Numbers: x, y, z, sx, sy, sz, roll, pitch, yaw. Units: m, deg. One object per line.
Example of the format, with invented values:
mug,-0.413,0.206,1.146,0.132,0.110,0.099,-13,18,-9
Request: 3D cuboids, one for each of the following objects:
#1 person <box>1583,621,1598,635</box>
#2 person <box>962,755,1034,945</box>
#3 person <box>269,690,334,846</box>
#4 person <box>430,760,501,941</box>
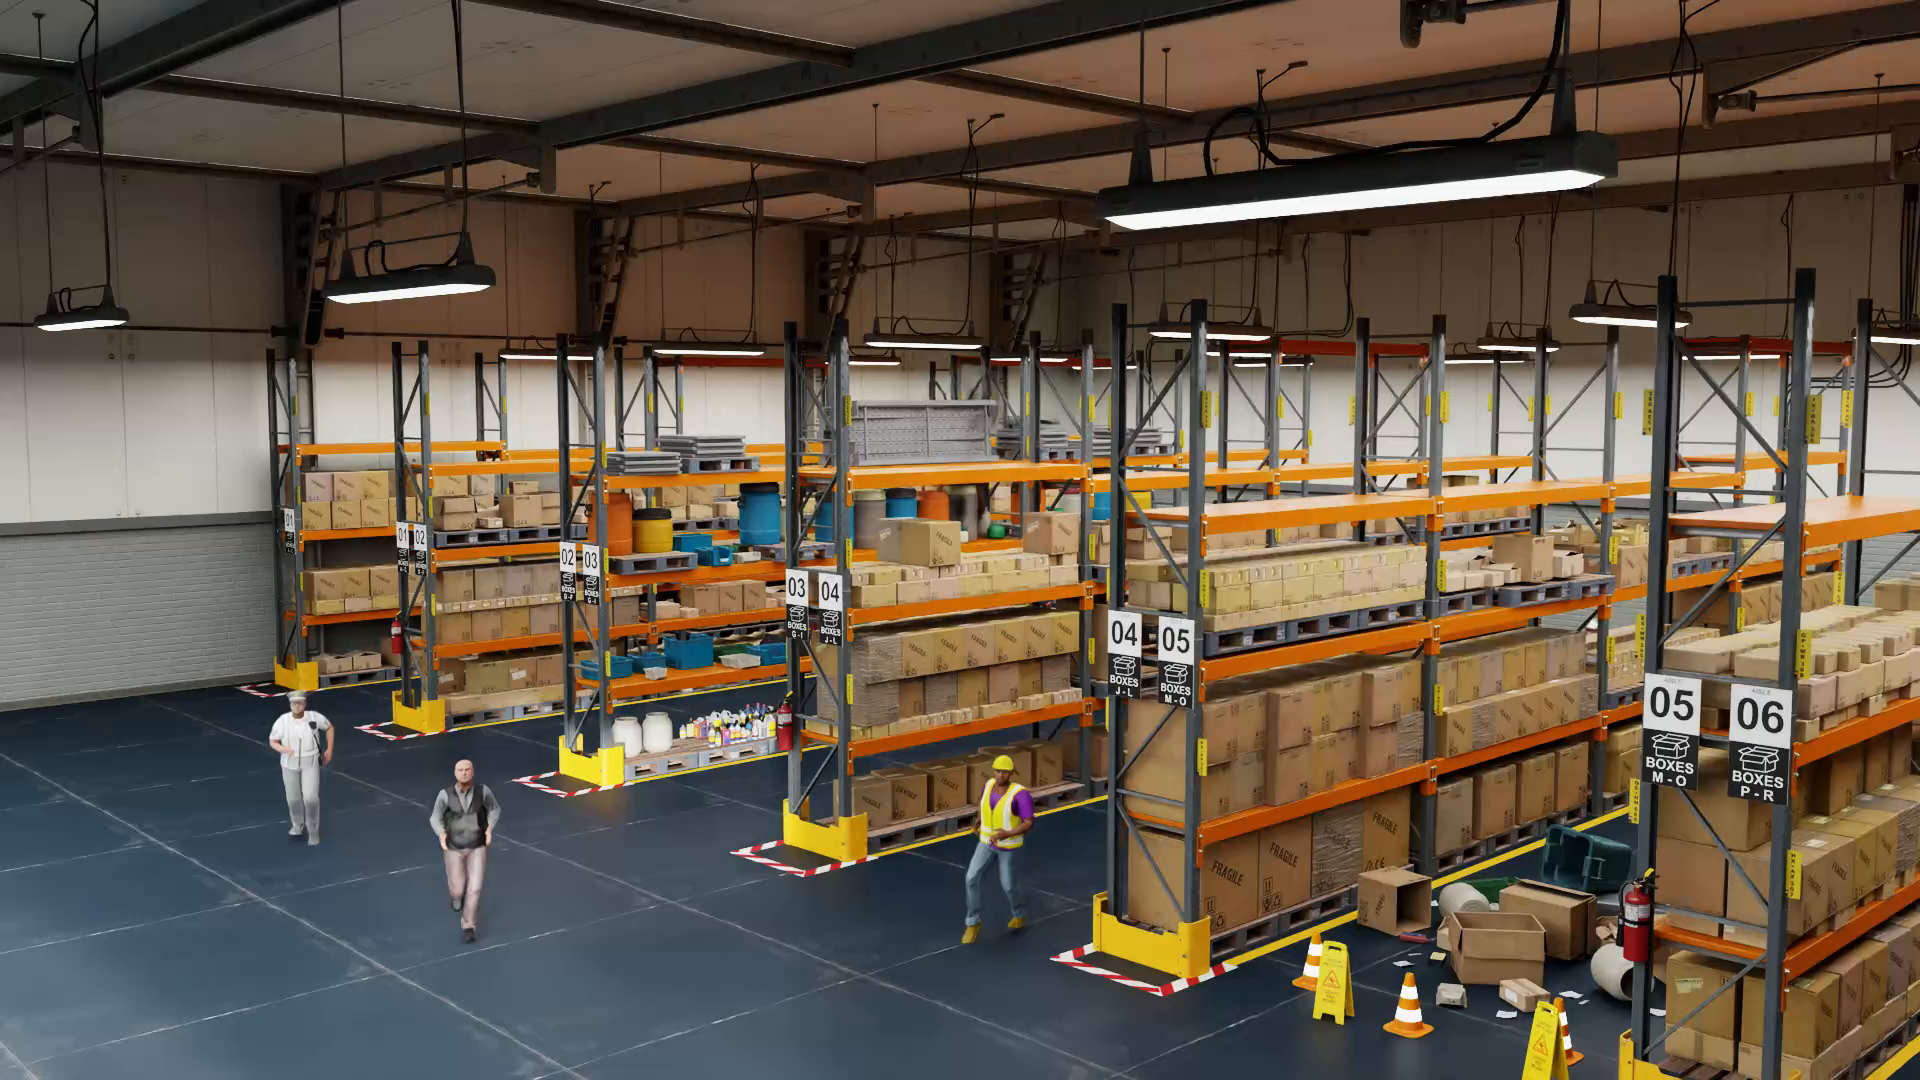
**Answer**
person,9.489,2.101,25.038,0.662,1.772,0.954,4,7,42
person,0.392,2.930,15.834,0.704,1.805,0.770,3,6,33
person,-7.605,2.647,19.224,0.679,1.868,0.769,-2,5,-17
person,-4.734,2.949,15.964,0.661,1.689,0.778,-2,5,-19
